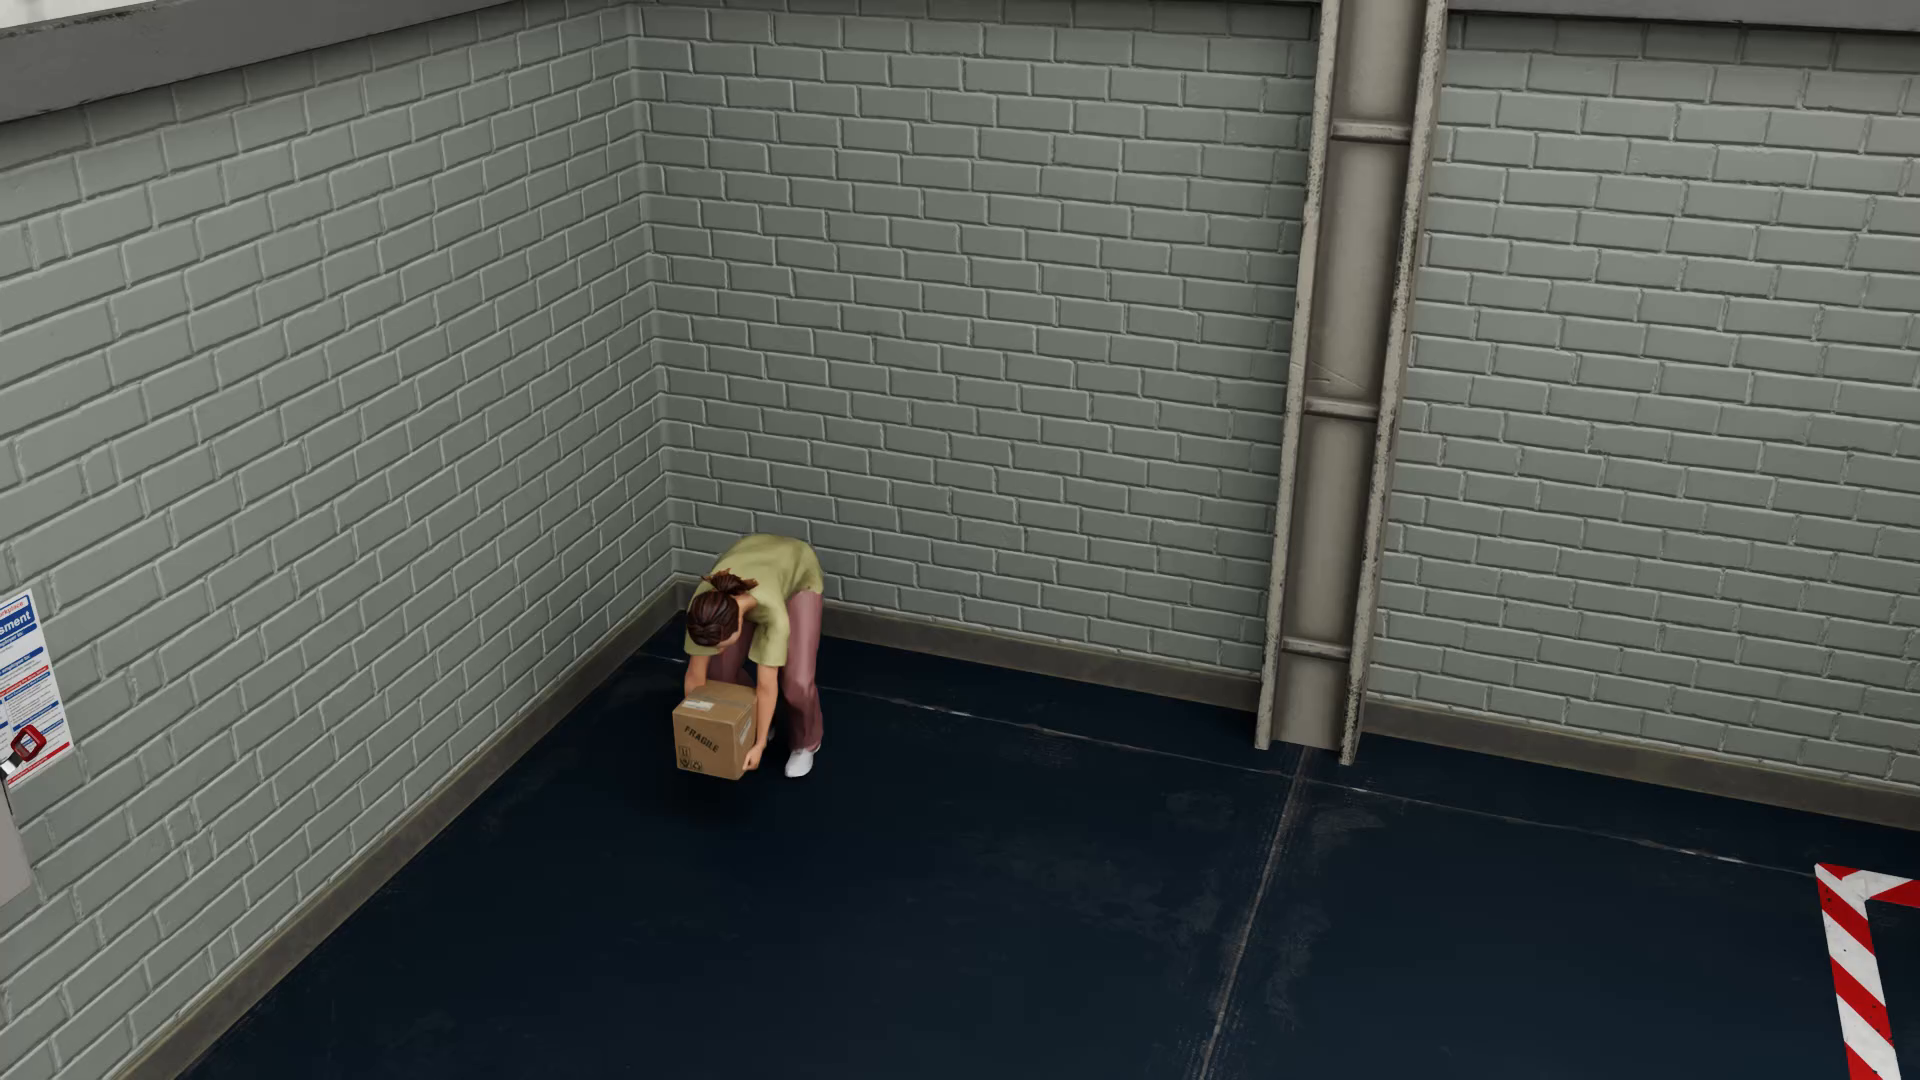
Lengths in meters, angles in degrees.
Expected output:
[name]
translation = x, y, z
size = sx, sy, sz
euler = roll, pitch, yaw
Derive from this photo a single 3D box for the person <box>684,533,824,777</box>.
[person]
translation = -0.791, 0.484, 6.352
size = 0.466, 1.031, 0.868
euler = 7, 27, 15
